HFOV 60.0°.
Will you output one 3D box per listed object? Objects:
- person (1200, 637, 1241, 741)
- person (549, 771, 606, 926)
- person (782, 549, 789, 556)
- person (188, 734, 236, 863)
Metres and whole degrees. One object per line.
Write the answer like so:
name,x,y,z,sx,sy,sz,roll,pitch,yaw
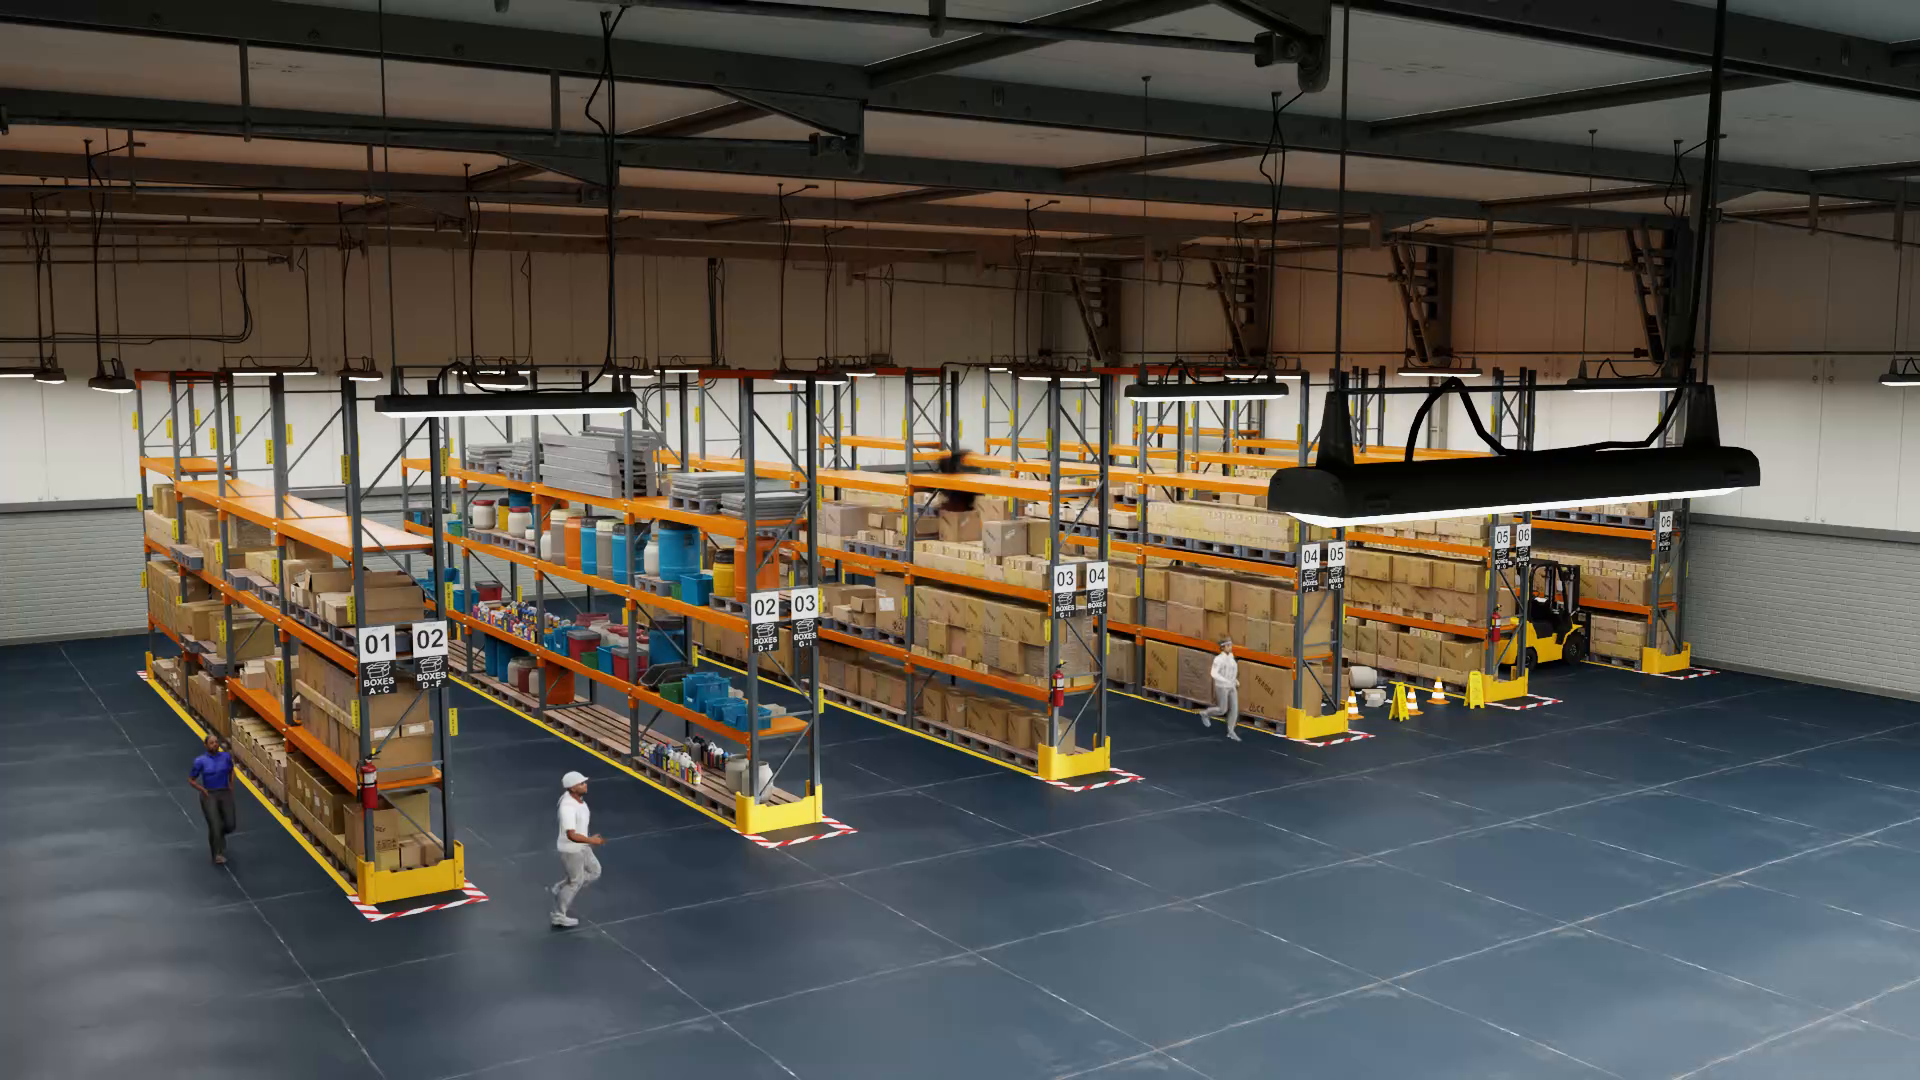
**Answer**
person,4.353,2.425,27.426,0.618,1.690,0.814,-5,8,-40
person,-4.239,3.399,18.464,0.649,1.719,0.741,-1,6,-5
person,-4.216,1.047,39.562,0.715,1.668,0.552,-2,7,-19
person,-9.271,3.202,20.694,0.573,1.604,0.583,-6,9,-41
